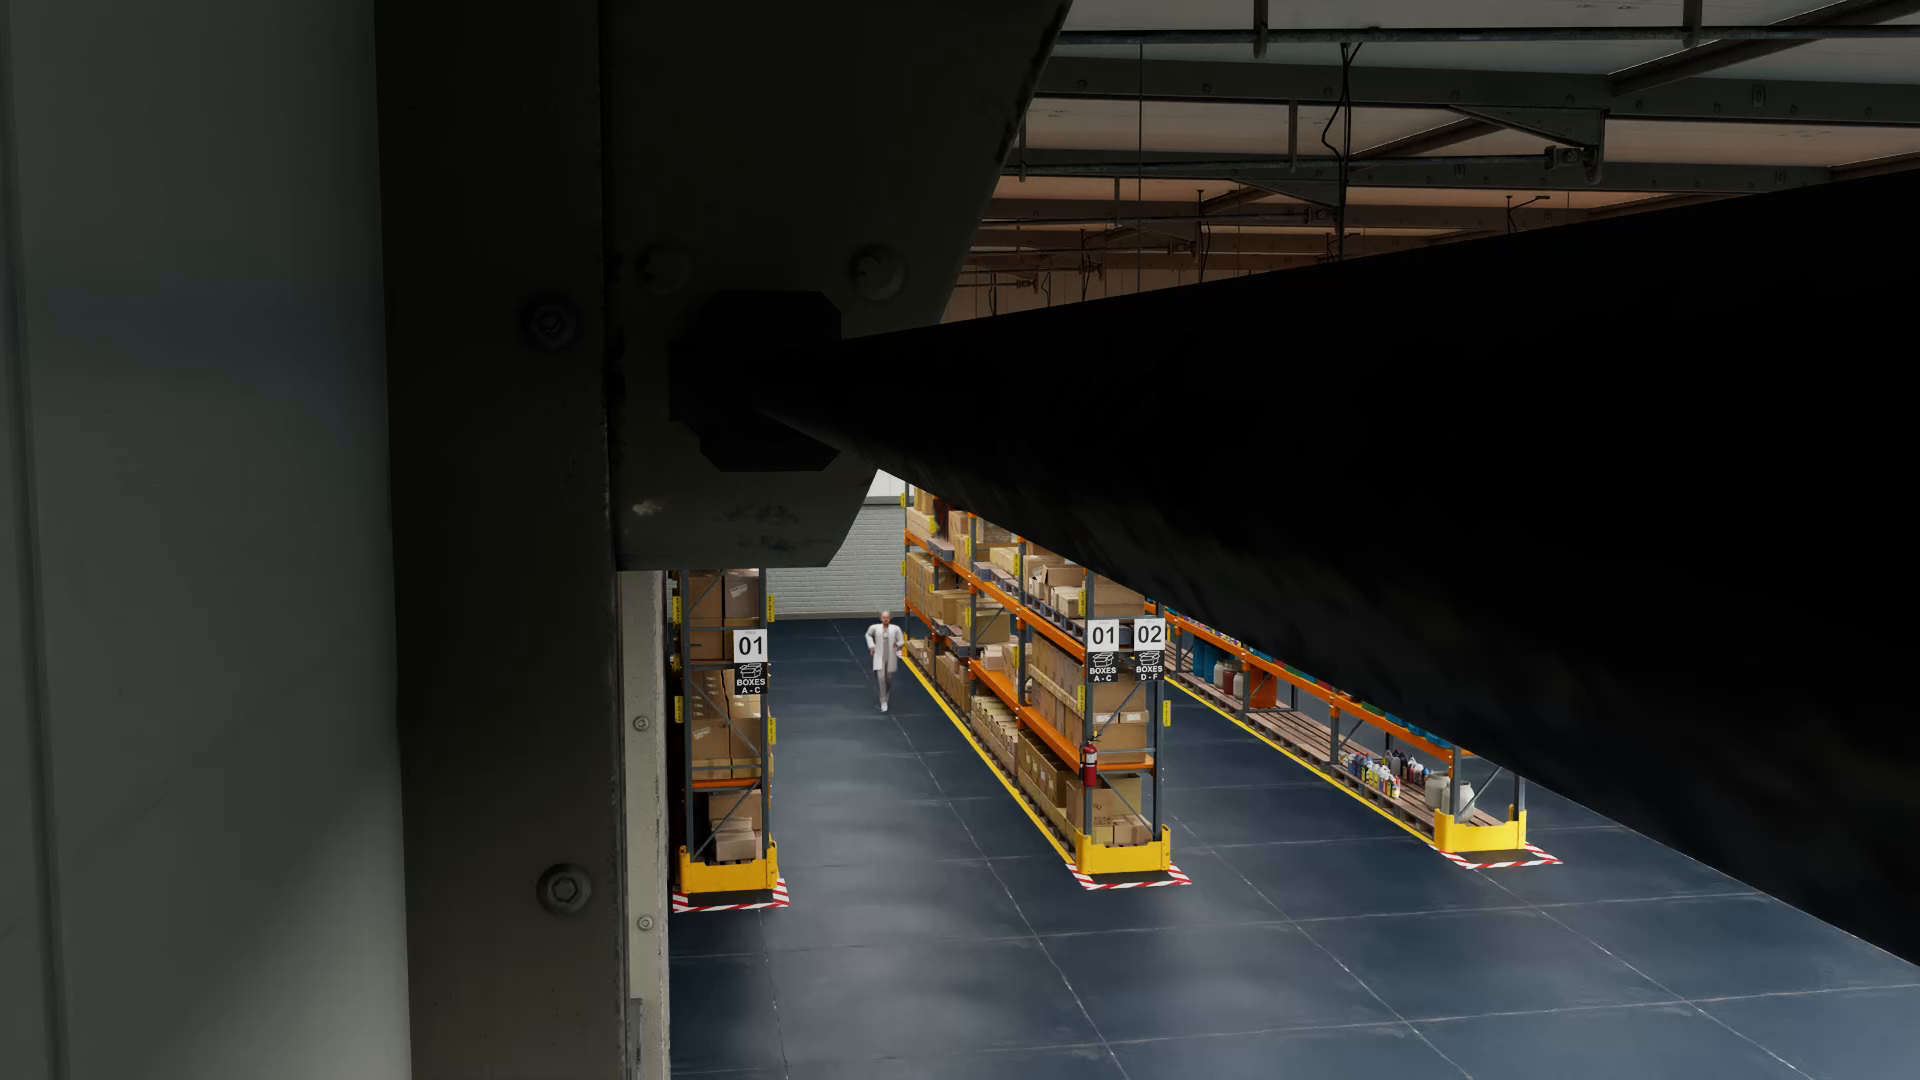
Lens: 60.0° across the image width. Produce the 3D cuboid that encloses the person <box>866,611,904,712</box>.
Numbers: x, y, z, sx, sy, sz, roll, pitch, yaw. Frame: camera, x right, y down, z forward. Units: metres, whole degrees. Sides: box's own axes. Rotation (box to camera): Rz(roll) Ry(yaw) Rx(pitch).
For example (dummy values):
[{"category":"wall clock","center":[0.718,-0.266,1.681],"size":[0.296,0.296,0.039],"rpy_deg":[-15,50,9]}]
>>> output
[{"category":"person","center":[-1.389,2.226,30.944],"size":[0.691,1.802,0.994],"rpy_deg":[-1,6,-8]}]
